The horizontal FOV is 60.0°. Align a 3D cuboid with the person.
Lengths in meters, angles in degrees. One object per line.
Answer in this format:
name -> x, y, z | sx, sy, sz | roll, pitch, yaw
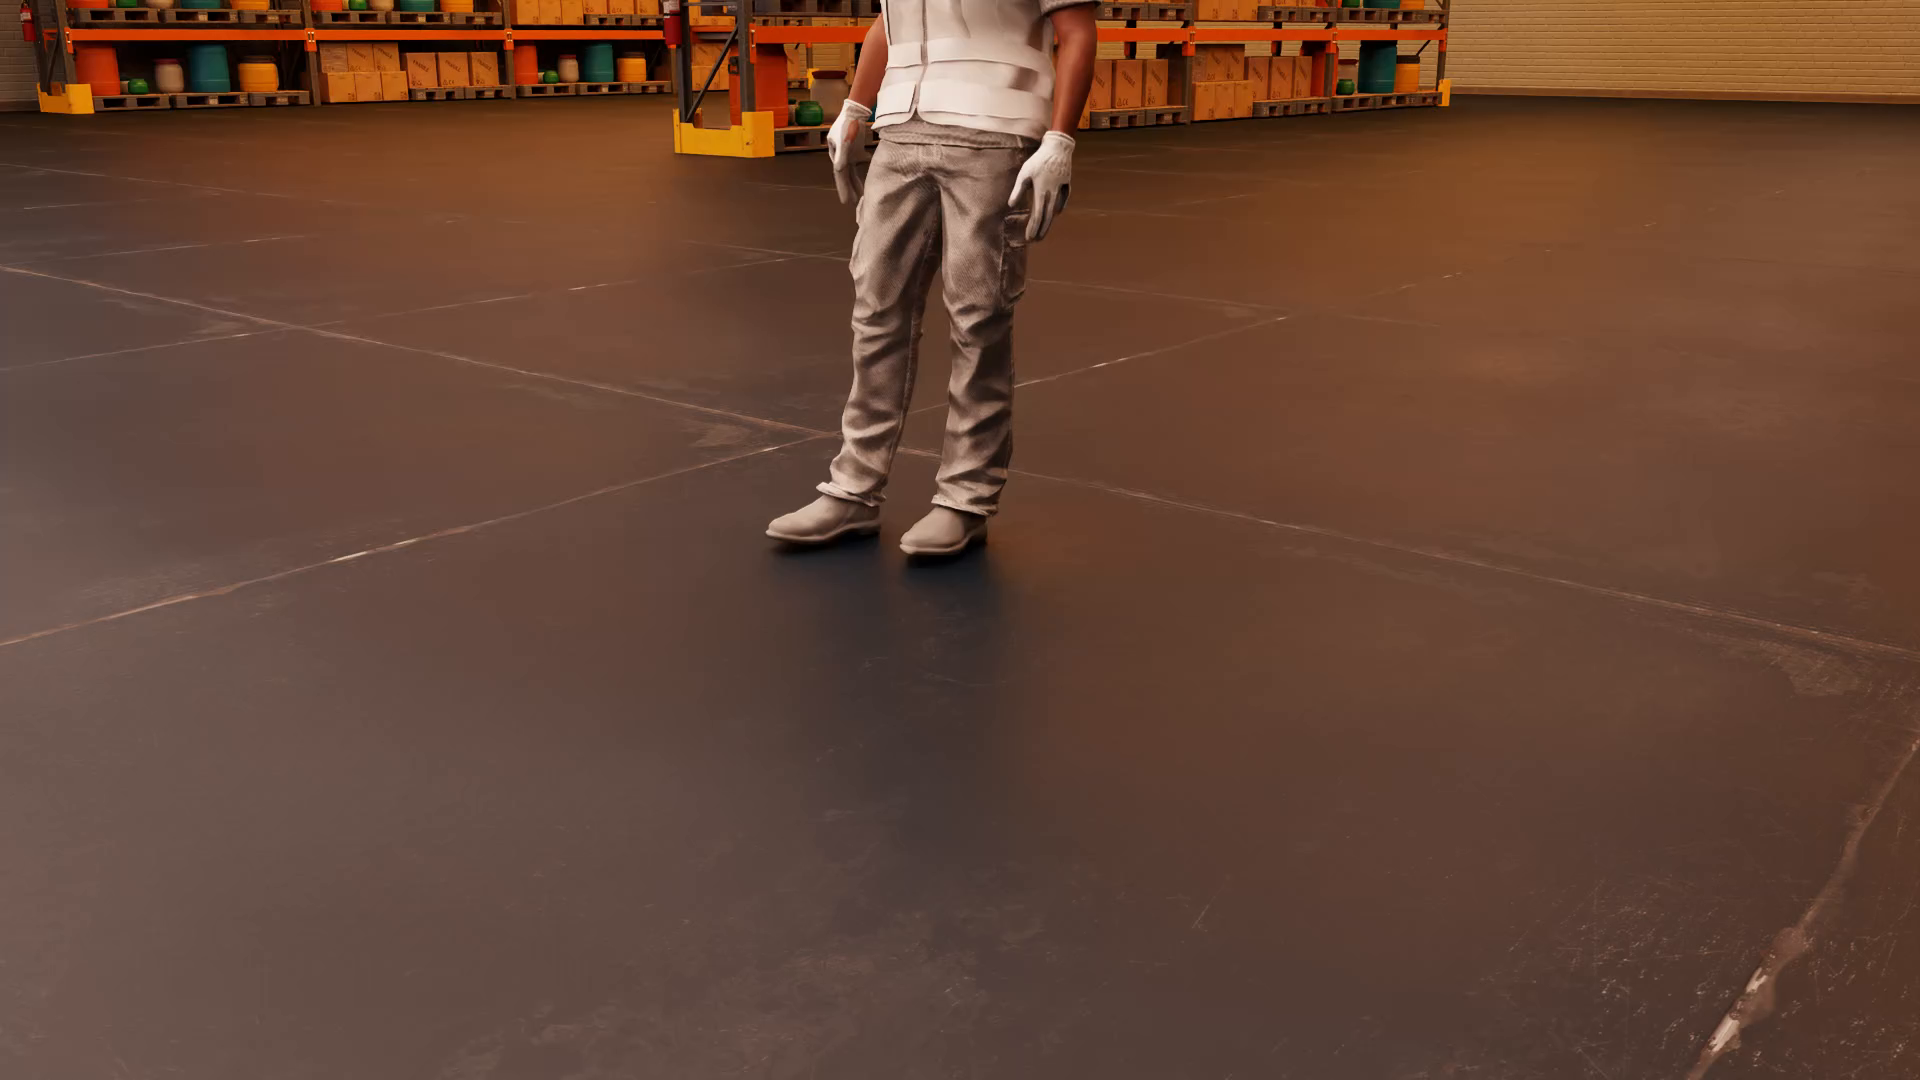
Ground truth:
person -> -0.053, -0.846, 3.632 | 0.657, 1.785, 0.575 | 13, 21, 37
